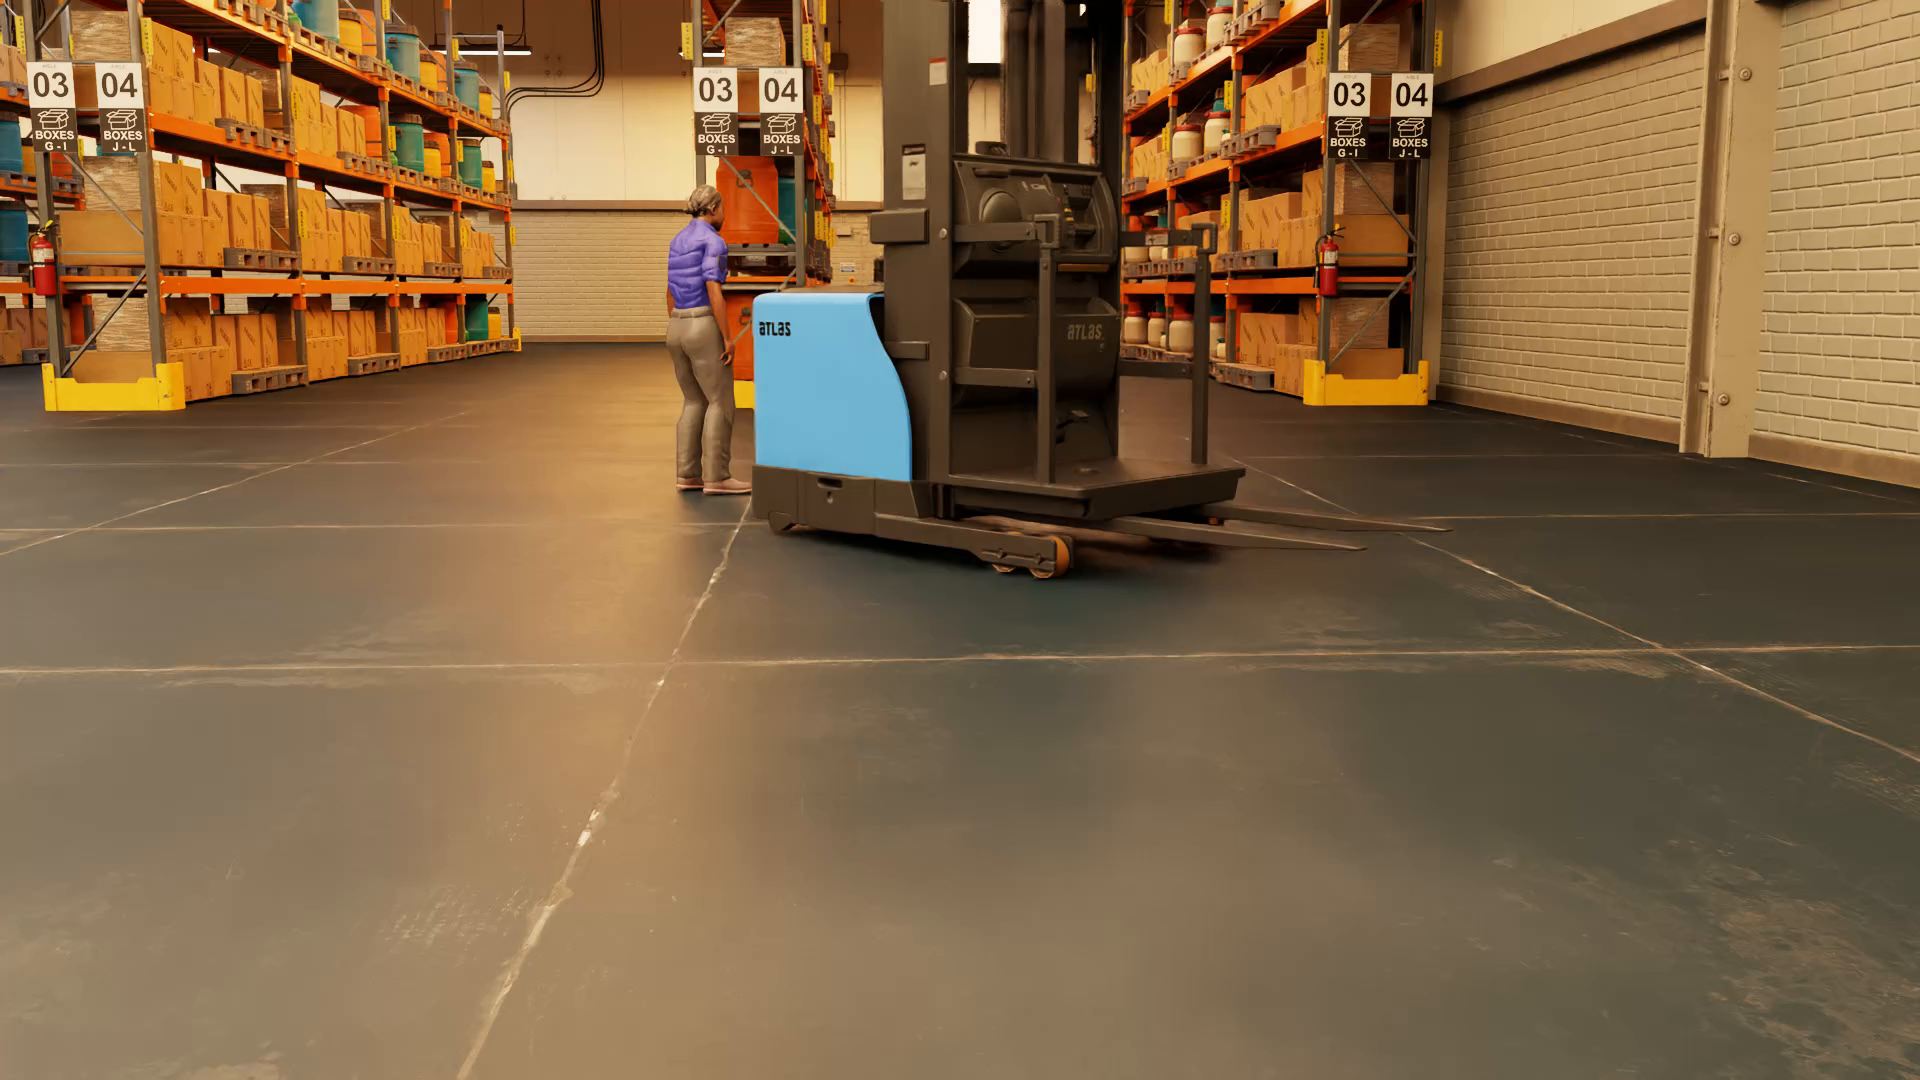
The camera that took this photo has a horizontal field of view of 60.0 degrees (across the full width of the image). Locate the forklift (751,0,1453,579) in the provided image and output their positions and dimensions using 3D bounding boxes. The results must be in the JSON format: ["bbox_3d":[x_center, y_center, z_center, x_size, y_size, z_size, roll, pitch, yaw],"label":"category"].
[{"bbox_3d":[0.474,-1.388,6.675,3.031,2.935,1.130,8,12,43],"label":"forklift"}]

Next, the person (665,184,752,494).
[{"bbox_3d":[-1.384,-1.084,8.987,0.348,1.653,0.527,-8,11,-41],"label":"person"}]
